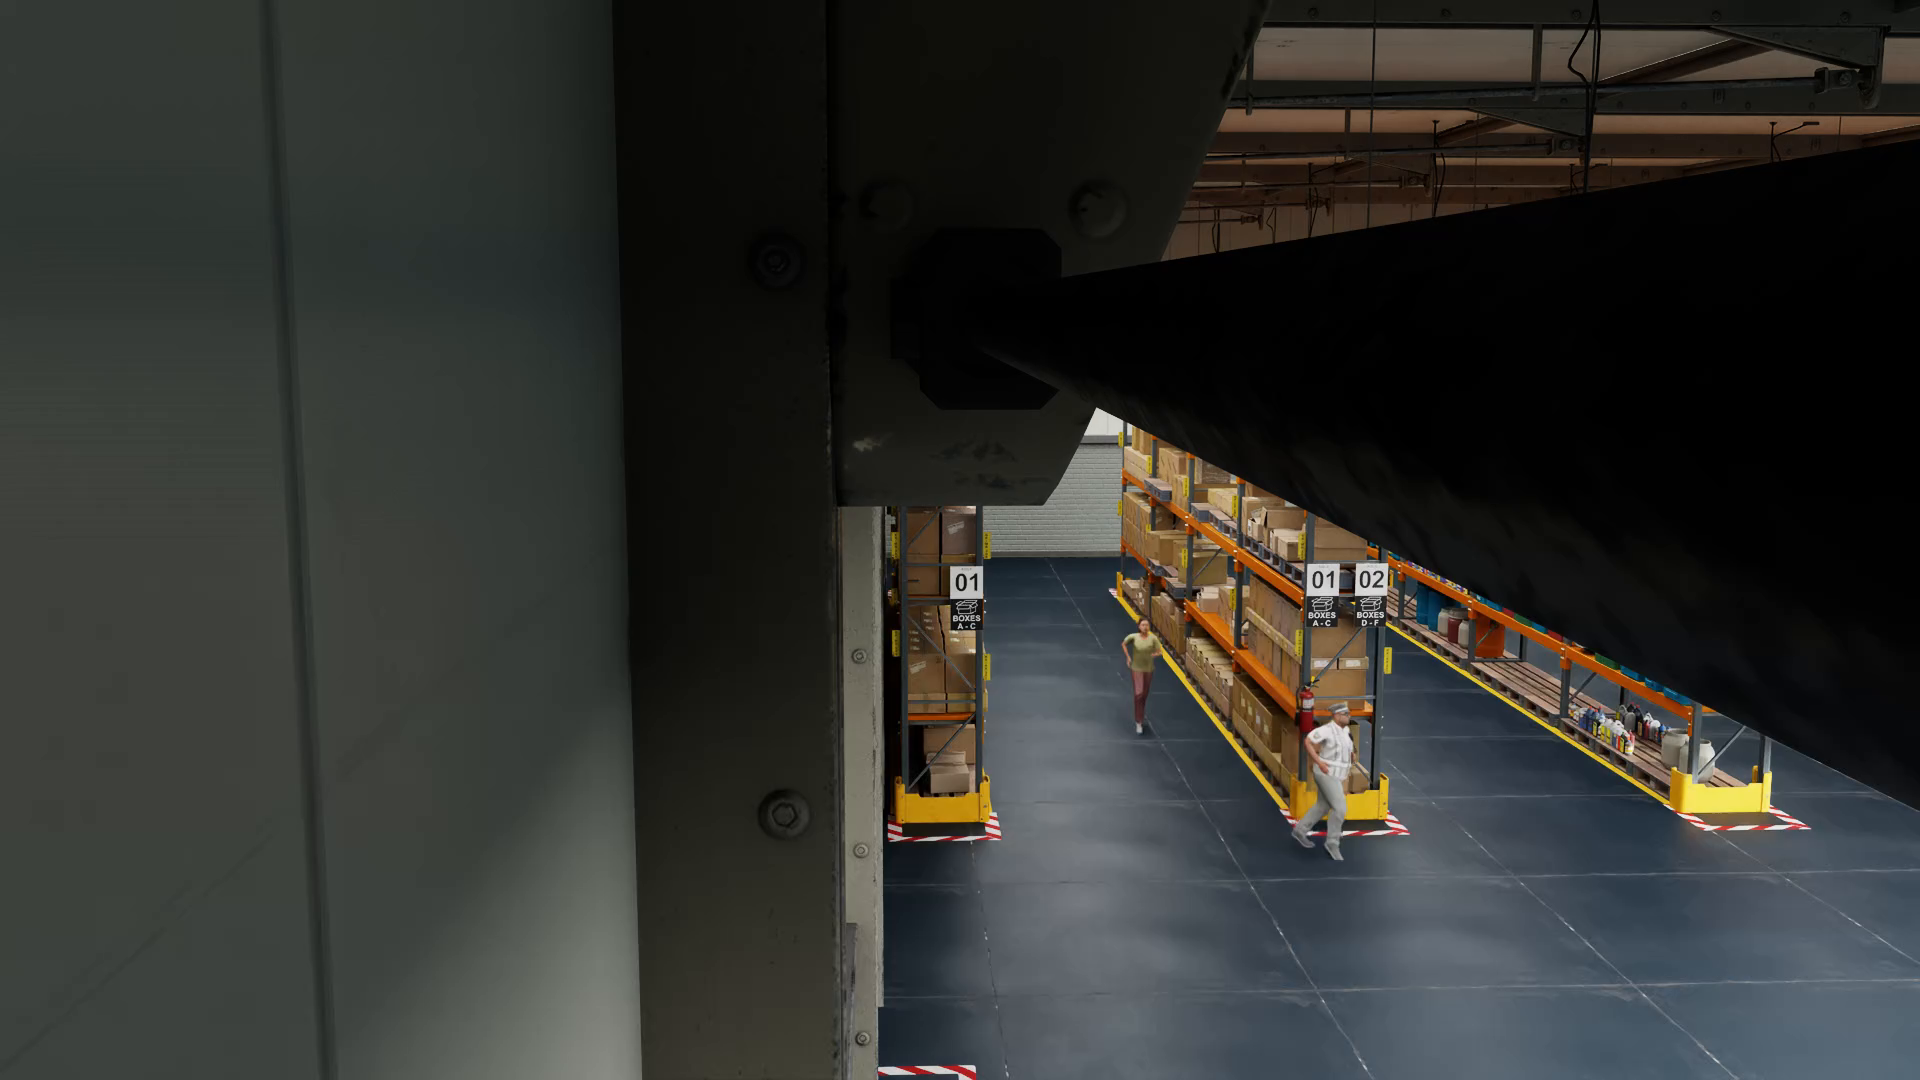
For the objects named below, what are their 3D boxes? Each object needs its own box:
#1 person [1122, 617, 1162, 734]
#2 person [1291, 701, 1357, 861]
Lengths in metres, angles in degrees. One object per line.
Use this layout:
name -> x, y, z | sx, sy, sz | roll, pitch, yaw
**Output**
person -> 2.745, 2.000, 25.036 | 0.561, 1.728, 0.754 | -1, 8, -7
person -> 4.282, 2.774, 19.416 | 0.703, 1.826, 0.695 | 5, 10, 32
